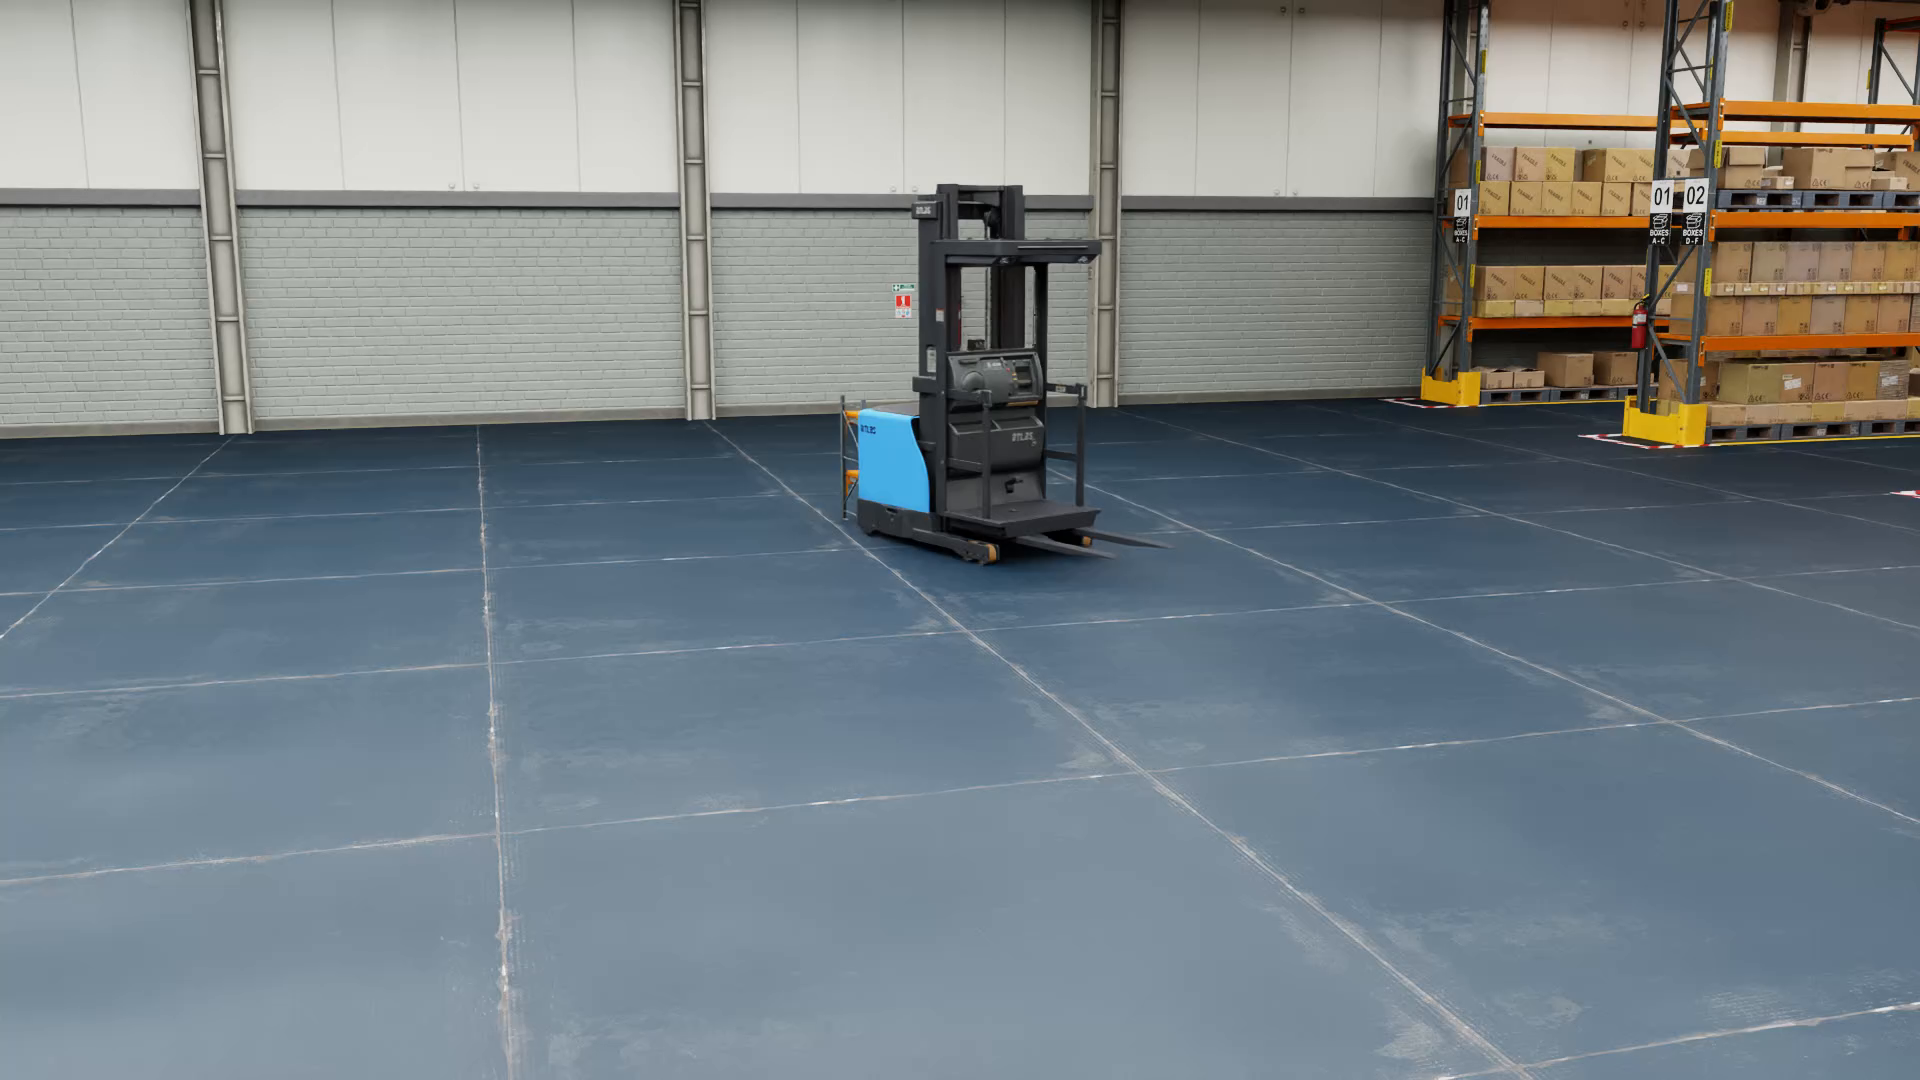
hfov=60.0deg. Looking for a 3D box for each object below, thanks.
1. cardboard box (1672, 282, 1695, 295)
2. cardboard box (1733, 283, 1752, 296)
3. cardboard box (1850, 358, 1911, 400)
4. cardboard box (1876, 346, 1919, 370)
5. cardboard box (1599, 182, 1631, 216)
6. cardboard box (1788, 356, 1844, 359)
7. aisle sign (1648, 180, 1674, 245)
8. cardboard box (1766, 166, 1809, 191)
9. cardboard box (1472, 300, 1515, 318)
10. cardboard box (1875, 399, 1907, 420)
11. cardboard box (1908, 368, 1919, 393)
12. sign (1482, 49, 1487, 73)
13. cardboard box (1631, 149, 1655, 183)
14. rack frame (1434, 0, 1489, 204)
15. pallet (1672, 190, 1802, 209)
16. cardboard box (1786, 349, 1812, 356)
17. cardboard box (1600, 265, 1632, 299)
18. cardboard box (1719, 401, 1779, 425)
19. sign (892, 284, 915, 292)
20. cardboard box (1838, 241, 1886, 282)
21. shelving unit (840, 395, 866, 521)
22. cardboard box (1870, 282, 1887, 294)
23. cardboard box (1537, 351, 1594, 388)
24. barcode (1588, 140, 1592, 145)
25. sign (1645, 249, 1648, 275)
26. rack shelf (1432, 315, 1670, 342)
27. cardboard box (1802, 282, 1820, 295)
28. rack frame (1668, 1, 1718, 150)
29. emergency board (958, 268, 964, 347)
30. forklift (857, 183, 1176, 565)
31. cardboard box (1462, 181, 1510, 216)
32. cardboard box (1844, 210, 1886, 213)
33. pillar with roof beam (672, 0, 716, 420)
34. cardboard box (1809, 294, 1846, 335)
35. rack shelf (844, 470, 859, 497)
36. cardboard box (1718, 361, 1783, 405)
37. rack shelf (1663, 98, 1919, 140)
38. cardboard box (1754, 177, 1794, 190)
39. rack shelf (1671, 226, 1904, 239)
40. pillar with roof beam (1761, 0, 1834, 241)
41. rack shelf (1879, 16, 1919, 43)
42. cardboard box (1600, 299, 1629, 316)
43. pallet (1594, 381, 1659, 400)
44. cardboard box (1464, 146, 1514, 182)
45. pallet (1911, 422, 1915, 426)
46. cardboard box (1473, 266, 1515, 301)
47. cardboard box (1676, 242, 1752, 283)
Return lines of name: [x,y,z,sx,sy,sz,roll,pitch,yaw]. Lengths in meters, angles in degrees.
cardboard box: [9.159,-3.156,20.835,0.250,0.149,0.380,-3,11,-17]
cardboard box: [9.535,-3.099,20.530,0.250,0.149,0.380,-3,11,-17]
cardboard box: [11.818,-2.076,21.400,0.500,0.500,0.500,-3,11,-16]
cardboard box: [15.881,-3.164,27.728,0.750,0.750,0.750,-3,11,-17]
cardboard box: [9.871,-5.206,25.424,0.500,0.500,0.500,-3,11,-18]
cardboard box: [11.193,-2.141,21.754,0.500,0.500,0.500,-3,11,-16]
aisle sign: [8.700,-4.061,20.642,0.004,0.787,0.394,-3,11,-16]
cardboard box: [10.411,-4.574,21.022,0.500,0.311,0.500,-2,11,-9]
cardboard box: [8.014,-3.501,25.141,0.500,0.250,0.500,-3,11,-18]
cardboard box: [11.819,-1.707,21.466,0.500,0.250,0.500,-3,11,-16]
cardboard box: [12.995,-2.138,22.260,0.500,0.311,0.500,-3,11,-16]
sign: [7.609,-6.950,24.147,0.005,0.325,0.100,-3,11,-16]
cardboard box: [10.366,-5.722,25.466,0.500,0.500,0.500,-2,11,-13]
rack frame: [7.457,-6.546,24.751,0.127,3.000,1.000,-3,11,-16]
pallet: [9.531,-4.198,20.524,1.213,0.211,1.003,-3,11,-16]
cardboard box: [13.465,-2.906,27.238,0.500,0.500,0.700,-3,11,-16]
cardboard box: [9.966,-3.976,25.645,0.500,0.500,0.500,-3,11,-18]
cardboard box: [9.901,-1.604,20.907,0.500,0.250,0.500,-3,11,-16]
sign: [-0.810,-3.626,23.898,0.331,0.109,0.001,-3,11,-16]
cardboard box: [11.296,-3.550,21.186,0.500,0.500,0.700,-3,11,-16]
shelving unit: [-0.496,-0.750,15.012,1.048,1.125,0.538,-5,12,-27]
cardboard box: [11.507,-3.203,21.095,0.250,0.149,0.380,-3,11,-16]
cardboard box: [9.412,-2.660,25.897,0.500,0.500,0.700,-4,11,-20]
barcode: [9.843,-6.212,25.974,0.075,0.075,0.001,-3,11,-16]
sign: [8.707,-3.516,21.008,0.005,0.325,0.100,-3,11,-16]
rack shelf: [9.377,-3.343,25.909,4.000,0.370,1.077,-3,11,-16]
cardboard box: [10.518,-3.151,20.810,0.250,0.149,0.380,-3,11,-17]
rack frame: [11.298,-6.749,25.851,0.127,3.000,1.000,-3,11,-16]
emergency board: [-0.257,-3.360,24.011,0.643,1.169,0.194,-3,11,-16]
forklift: [0.425,-1.347,13.266,1.130,2.935,3.031,-8,13,-38]
cardboard box: [7.848,-5.104,24.868,0.500,0.500,0.500,-3,11,-14]
cardboard box: [14.522,-5.359,26.775,0.500,0.311,0.500,-3,11,-16]
pillar with roof beam: [-2.431,-5.376,18.397,0.400,9.000,9.100,-3,11,-16]
cardboard box: [10.783,-2.884,21.153,0.500,0.500,0.700,-3,11,-14]
rack shelf: [-0.496,-0.510,15.056,1.000,0.278,0.538,-5,12,-27]
cardboard box: [9.902,-1.972,20.837,0.500,0.500,0.500,-3,11,-16]
rack shelf: [10.766,-5.236,20.726,4.000,0.370,1.077,-3,11,-16]
cardboard box: [10.024,-4.391,20.475,0.250,0.149,0.380,-3,11,-16]
rack shelf: [13.218,-5.021,26.737,4.000,0.370,1.077,-3,11,-16]
pillar with roof beam: [14.852,-6.287,23.345,0.548,9.000,9.100,-3,11,-16]
rack shelf: [17.059,-8.333,27.264,4.000,0.370,1.077,-3,11,-16]
cardboard box: [9.968,-3.606,25.707,0.500,0.250,0.500,-3,11,-16]
pallet: [10.663,-2.387,26.428,1.213,0.211,1.003,-3,11,-16]
cardboard box: [7.895,-5.599,24.798,0.500,0.500,0.500,-4,11,-20]
pallet: [13.382,-1.610,22.209,1.213,0.211,1.003,-3,11,-16]
cardboard box: [7.999,-3.873,25.086,0.500,0.500,0.500,-3,11,-16]
cardboard box: [9.348,-3.446,20.622,0.500,0.500,0.700,-3,11,-16]
